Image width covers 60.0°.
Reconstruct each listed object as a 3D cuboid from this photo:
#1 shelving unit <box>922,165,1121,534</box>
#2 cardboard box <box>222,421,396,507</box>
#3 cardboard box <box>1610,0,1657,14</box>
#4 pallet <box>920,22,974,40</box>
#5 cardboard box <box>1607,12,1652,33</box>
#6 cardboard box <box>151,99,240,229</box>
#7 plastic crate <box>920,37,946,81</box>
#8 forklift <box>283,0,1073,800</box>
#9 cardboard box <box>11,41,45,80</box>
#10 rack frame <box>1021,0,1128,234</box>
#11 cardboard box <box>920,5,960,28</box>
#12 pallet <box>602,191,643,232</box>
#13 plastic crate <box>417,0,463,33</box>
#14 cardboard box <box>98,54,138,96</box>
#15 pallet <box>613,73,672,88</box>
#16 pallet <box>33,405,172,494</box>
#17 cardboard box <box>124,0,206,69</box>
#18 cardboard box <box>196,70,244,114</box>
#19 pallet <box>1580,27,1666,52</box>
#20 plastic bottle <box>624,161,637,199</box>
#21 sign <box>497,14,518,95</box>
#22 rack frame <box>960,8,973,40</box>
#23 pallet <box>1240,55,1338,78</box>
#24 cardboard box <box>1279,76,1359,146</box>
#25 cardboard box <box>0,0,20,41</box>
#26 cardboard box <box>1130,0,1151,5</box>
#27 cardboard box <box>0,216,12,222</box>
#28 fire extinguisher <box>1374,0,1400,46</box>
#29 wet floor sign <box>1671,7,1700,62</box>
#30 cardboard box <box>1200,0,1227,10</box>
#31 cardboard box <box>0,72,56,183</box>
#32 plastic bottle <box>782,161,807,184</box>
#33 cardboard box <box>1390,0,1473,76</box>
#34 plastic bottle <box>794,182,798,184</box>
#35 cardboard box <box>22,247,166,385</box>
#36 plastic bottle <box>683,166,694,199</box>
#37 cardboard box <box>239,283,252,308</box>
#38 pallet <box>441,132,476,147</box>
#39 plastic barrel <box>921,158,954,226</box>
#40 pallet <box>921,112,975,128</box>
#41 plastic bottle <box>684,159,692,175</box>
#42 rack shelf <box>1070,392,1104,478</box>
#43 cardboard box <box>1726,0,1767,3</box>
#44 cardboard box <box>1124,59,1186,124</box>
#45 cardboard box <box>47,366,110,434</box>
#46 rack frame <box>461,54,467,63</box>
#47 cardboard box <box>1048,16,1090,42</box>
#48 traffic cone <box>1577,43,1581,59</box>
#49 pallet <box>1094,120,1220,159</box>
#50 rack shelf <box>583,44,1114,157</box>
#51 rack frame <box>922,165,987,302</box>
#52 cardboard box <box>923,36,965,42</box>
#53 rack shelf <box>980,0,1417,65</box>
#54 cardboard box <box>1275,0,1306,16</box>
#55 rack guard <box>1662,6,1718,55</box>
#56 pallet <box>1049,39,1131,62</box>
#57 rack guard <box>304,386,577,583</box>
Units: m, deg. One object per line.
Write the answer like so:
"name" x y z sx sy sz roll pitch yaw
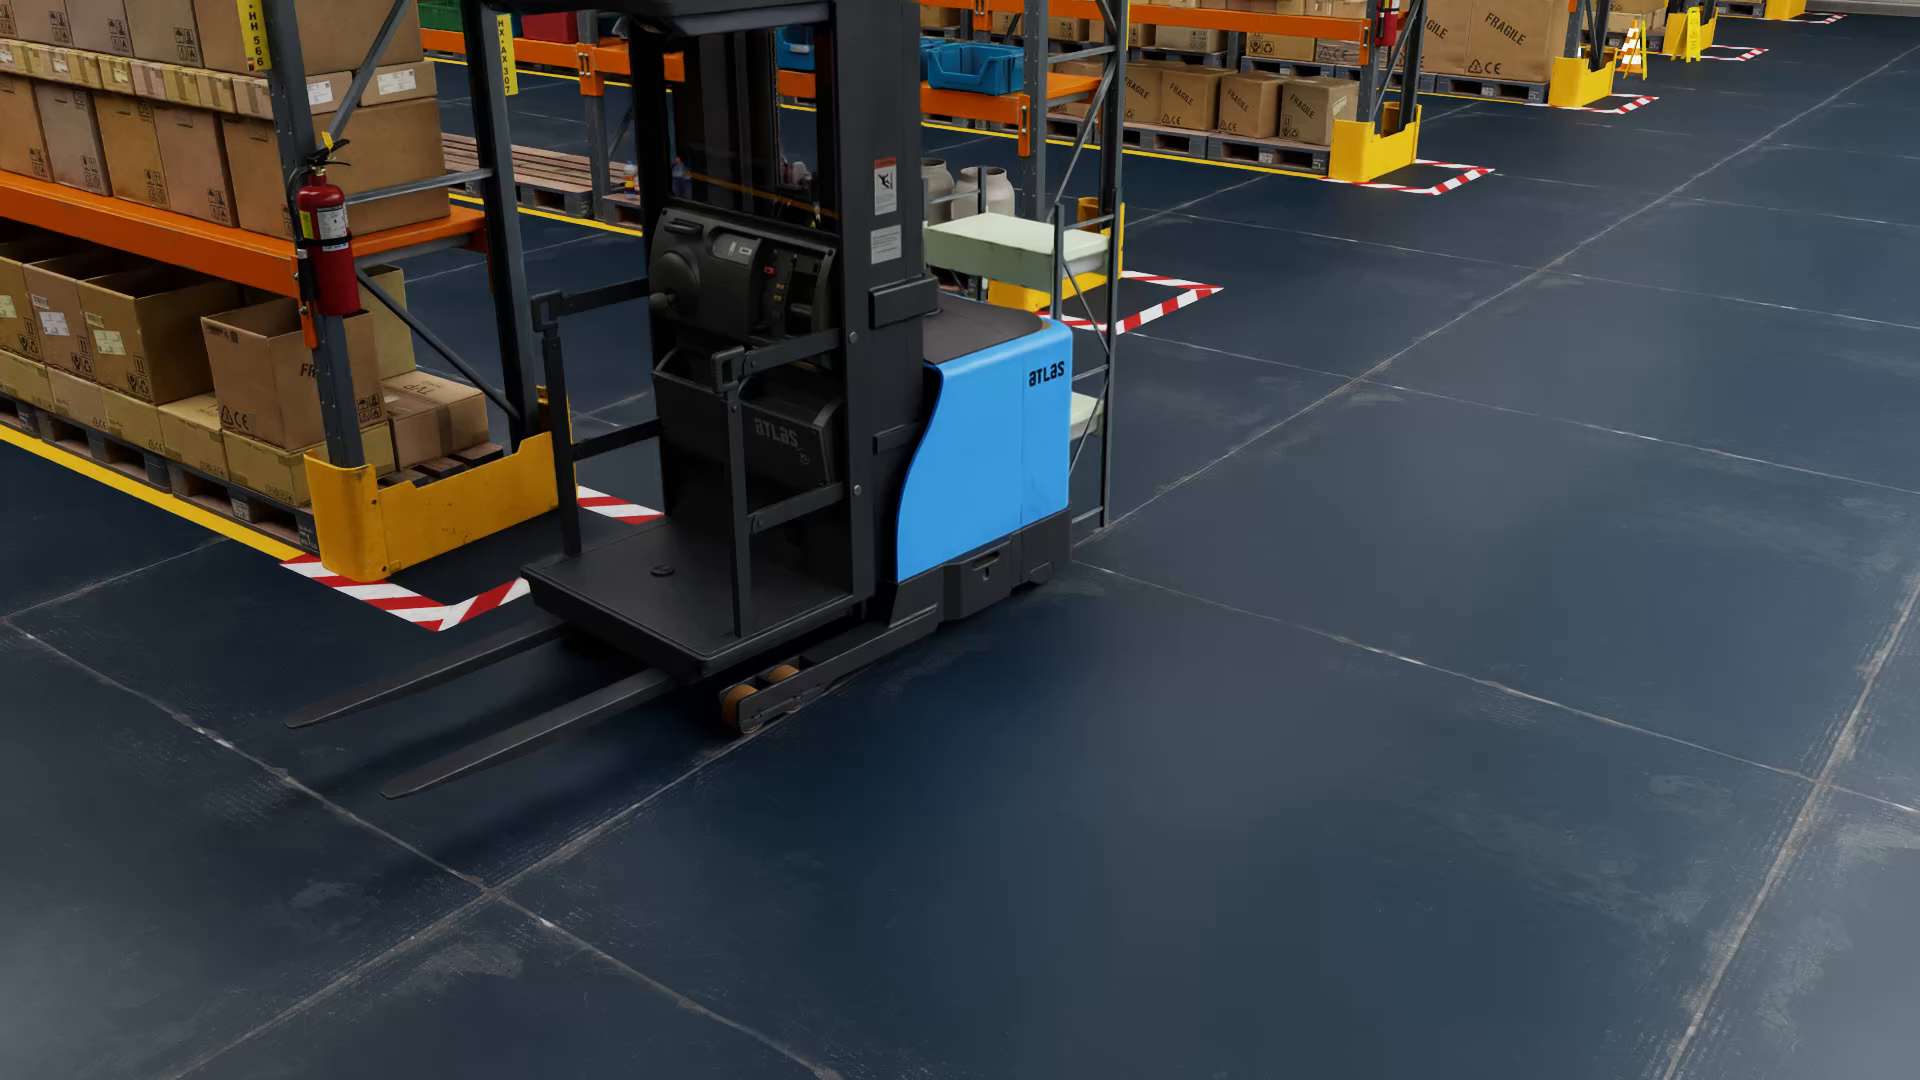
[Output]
"shelving unit" 0.243 -0.783 7.167 0.755 1.500 0.431 20 31 38
"cardboard box" -2.854 -0.389 7.302 0.500 0.250 0.500 17 29 33
"cardboard box" 8.843 -7.200 21.830 0.500 0.500 0.500 17 29 34
"pallet" -0.273 -7.040 22.966 1.213 0.211 1.003 17 29 33
"cardboard box" 8.813 -6.862 21.993 0.500 0.250 0.500 17 29 33
"cardboard box" -3.036 -1.709 7.285 0.500 0.500 0.700 18 29 35
"plastic crate" -0.370 -3.133 10.826 0.408 0.251 0.499 17 29 33
"forklift" -0.912 -0.905 5.670 1.130 2.935 3.031 21 31 39
"cardboard box" -4.108 -2.230 7.662 0.250 0.149 0.380 17 29 33
"rack frame" 0.726 -3.018 10.380 0.127 3.000 1.000 17 29 33
"cardboard box" -0.332 -7.249 22.563 0.500 0.500 0.500 17 29 33
"pallet" -1.962 -2.533 12.738 1.213 0.211 1.003 17 29 33
"plastic crate" -4.037 -4.218 13.367 0.662 0.188 0.450 17 29 33
"cardboard box" -3.493 -2.044 7.240 0.250 0.149 0.380 18 29 35
"pallet" -3.290 -5.489 19.447 1.213 0.211 1.003 17 29 33
"pallet" -3.856 -0.611 8.376 1.213 0.211 1.003 17 29 33
"cardboard box" -3.080 -2.315 7.052 0.500 0.500 0.700 16 28 32
"cardboard box" -2.878 -1.857 6.816 0.250 0.149 0.380 18 29 35
"pallet" 8.951 -6.764 22.339 1.213 0.211 1.003 17 29 33
"plastic bottle" -2.482 -2.720 12.540 0.097 0.271 0.097 0 24 0
"sign" -1.910 -2.031 6.967 0.005 0.325 0.100 17 29 33
"rack frame" 0.351 -8.126 21.974 0.127 3.000 1.000 17 29 33
"pallet" 4.113 -5.674 19.866 1.213 0.211 1.003 17 29 33
"cardboard box" 3.207 -3.821 14.781 0.500 0.500 0.500 -20 31 -38
"cardboard box" -4.284 -2.679 7.877 0.500 0.500 0.700 17 29 33
"cardboard box" 1.696 -4.961 15.101 0.250 0.149 0.380 17 29 33
"cardboard box" -5.265 -1.452 8.784 0.500 0.500 0.500 17 29 33
"fire extinguisher" 3.512 -4.404 13.622 0.183 0.674 0.296 17 29 33
"wet floor sign" 9.151 -6.345 20.850 0.267 0.644 0.232 -15 28 -30
"cardboard box" 2.335 -4.800 14.736 0.250 0.149 0.380 17 29 33
"cardboard box" -4.264 -2.081 8.128 0.500 0.500 0.700 17 29 34
"plastic bottle" -1.247 -2.712 12.518 0.135 0.276 0.152 17 29 34
"cardboard box" 5.465 -5.767 18.732 0.875 0.875 0.875 16 29 32
"plastic bottle" -1.128 -2.383 11.762 0.133 0.283 0.061 17 29 33
"cardboard box" -4.063 -1.090 7.963 0.500 0.500 0.500 17 29 33
"plastic bottle" -1.926 -2.600 12.170 0.185 0.351 0.144 15 28 31
"cardboard box" -3.352 -1.136 8.068 0.500 0.500 0.500 17 29 33
"pallet" -5.079 -3.477 14.879 1.213 0.211 1.003 17 29 33
"plastic barrel" -0.247 -2.327 11.377 0.421 0.512 0.421 0 24 0
"pallet" -0.128 -4.495 17.190 1.213 0.211 1.003 17 29 33
"plastic bottle" -1.991 -2.692 12.379 0.185 0.351 0.144 17 29 33
"rack shelf" 0.243 -0.485 7.299 0.720 0.370 0.431 20 31 38
"cardboard box" 12.049 -8.361 25.396 0.500 0.250 0.500 17 29 34
"cardboard box" 1.799 -4.261 15.780 0.500 0.500 0.500 14 27 29
"cardboard box" -4.061 -0.748 8.117 0.500 0.250 0.500 17 29 33
"rack frame" -5.905 -7.518 20.592 0.127 3.000 1.000 17 29 33
"cardboard box" 1.486 -6.902 21.465 0.750 0.750 1.050 17 29 34
"traffic cone" 7.179 -5.618 19.426 0.334 0.463 0.336 17 29 33
"pallet" 2.035 -3.861 15.752 1.213 0.211 1.003 17 29 33
"rack shelf" -0.874 -3.172 11.622 4.000 0.370 1.077 17 29 33
"rack frame" -0.027 -0.883 7.393 0.023 1.500 0.400 20 31 38
"cardboard box" -0.353 -4.918 17.245 0.500 0.500 0.700 17 29 33
"rack shelf" 2.097 -4.770 15.249 4.000 0.370 1.077 17 29 33
"cardboard box" 2.914 -4.608 14.299 0.250 0.149 0.380 17 29 33
"rack guard" 9.580 -6.688 21.809 0.348 0.500 1.175 17 29 33
"pallet" 1.909 -6.340 21.378 1.213 0.211 1.003 17 29 33
"rack guard" -2.228 -0.271 7.245 0.348 0.500 1.175 17 29 33
